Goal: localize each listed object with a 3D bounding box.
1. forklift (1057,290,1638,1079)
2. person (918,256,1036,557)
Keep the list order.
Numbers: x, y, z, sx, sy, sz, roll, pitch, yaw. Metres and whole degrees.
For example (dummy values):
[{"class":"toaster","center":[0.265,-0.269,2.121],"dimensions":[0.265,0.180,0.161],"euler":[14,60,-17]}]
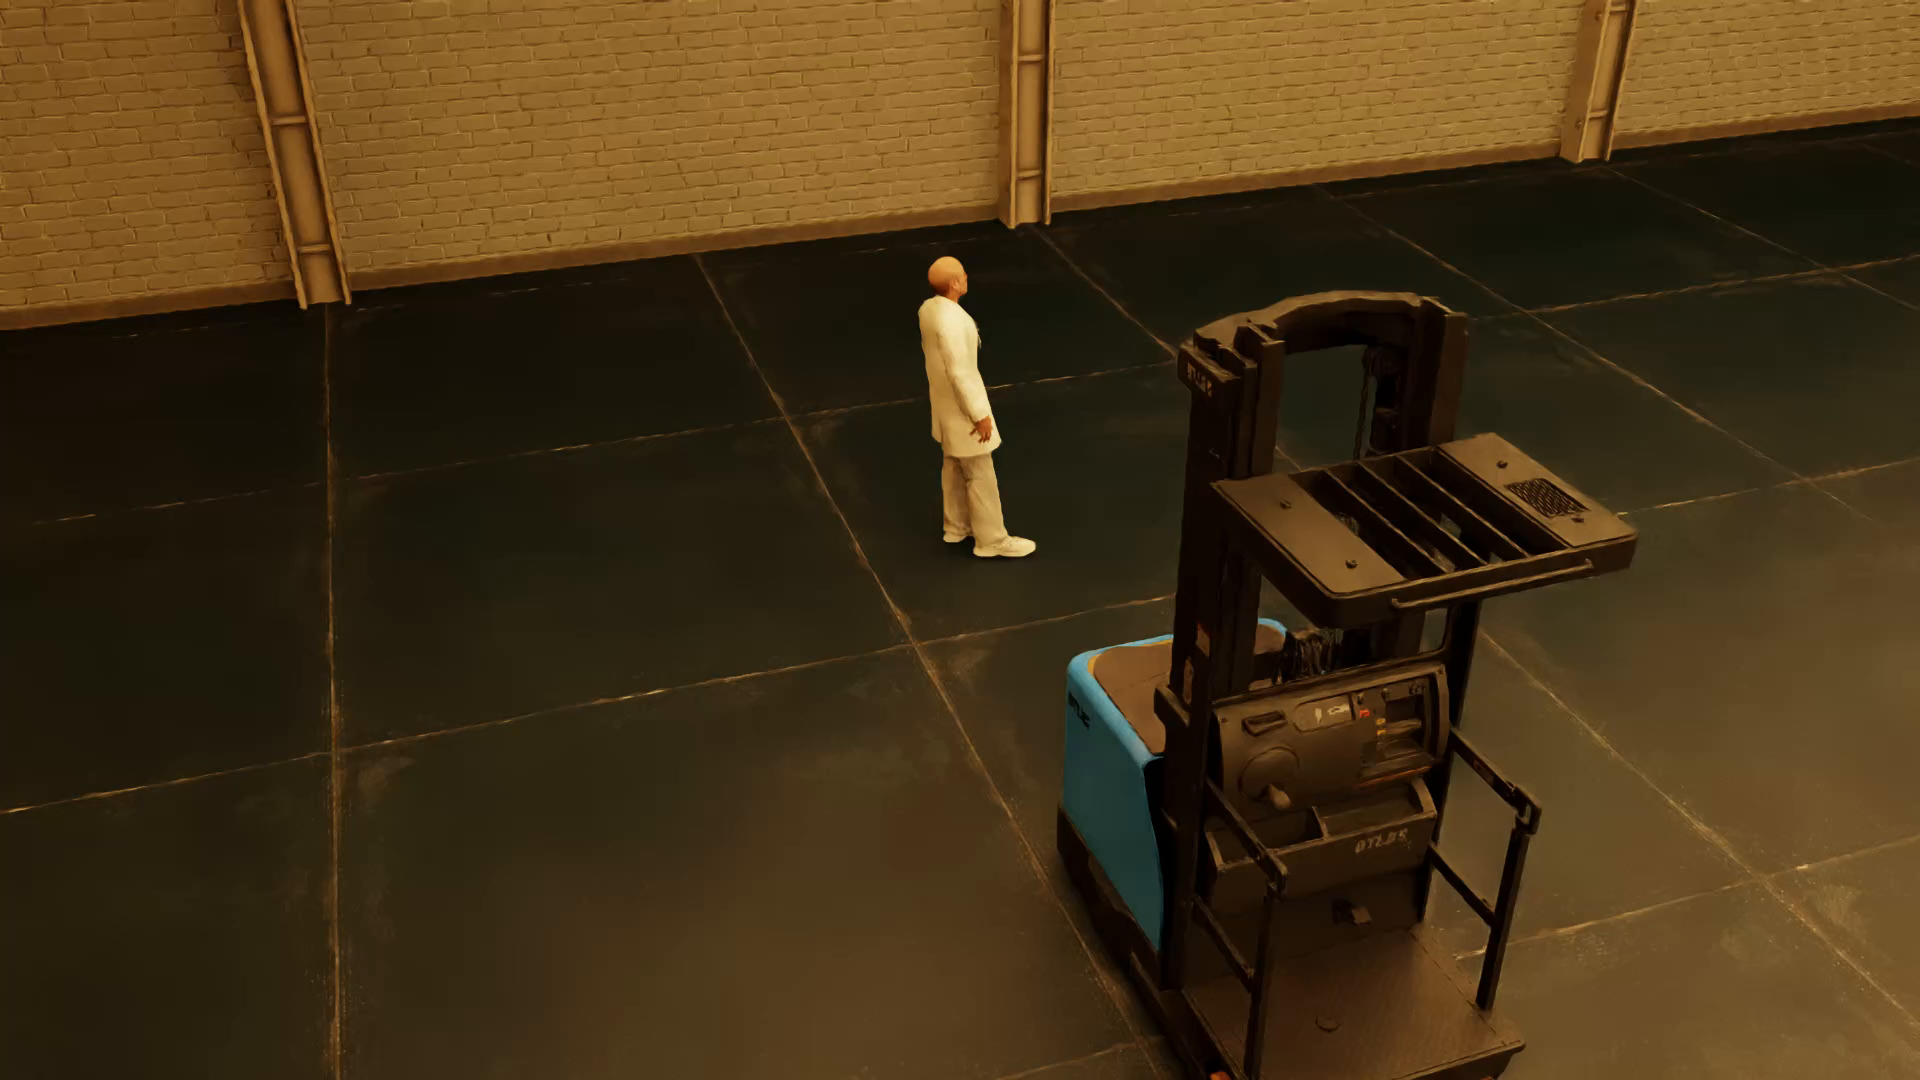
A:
[{"class":"forklift","center":[1.416,0.753,5.778],"dimensions":[1.130,2.935,3.031],"euler":[-10,31,-17]},{"class":"person","center":[0.088,-0.789,9.600],"dimensions":[0.579,1.776,0.694],"euler":[-10,31,-16]}]
